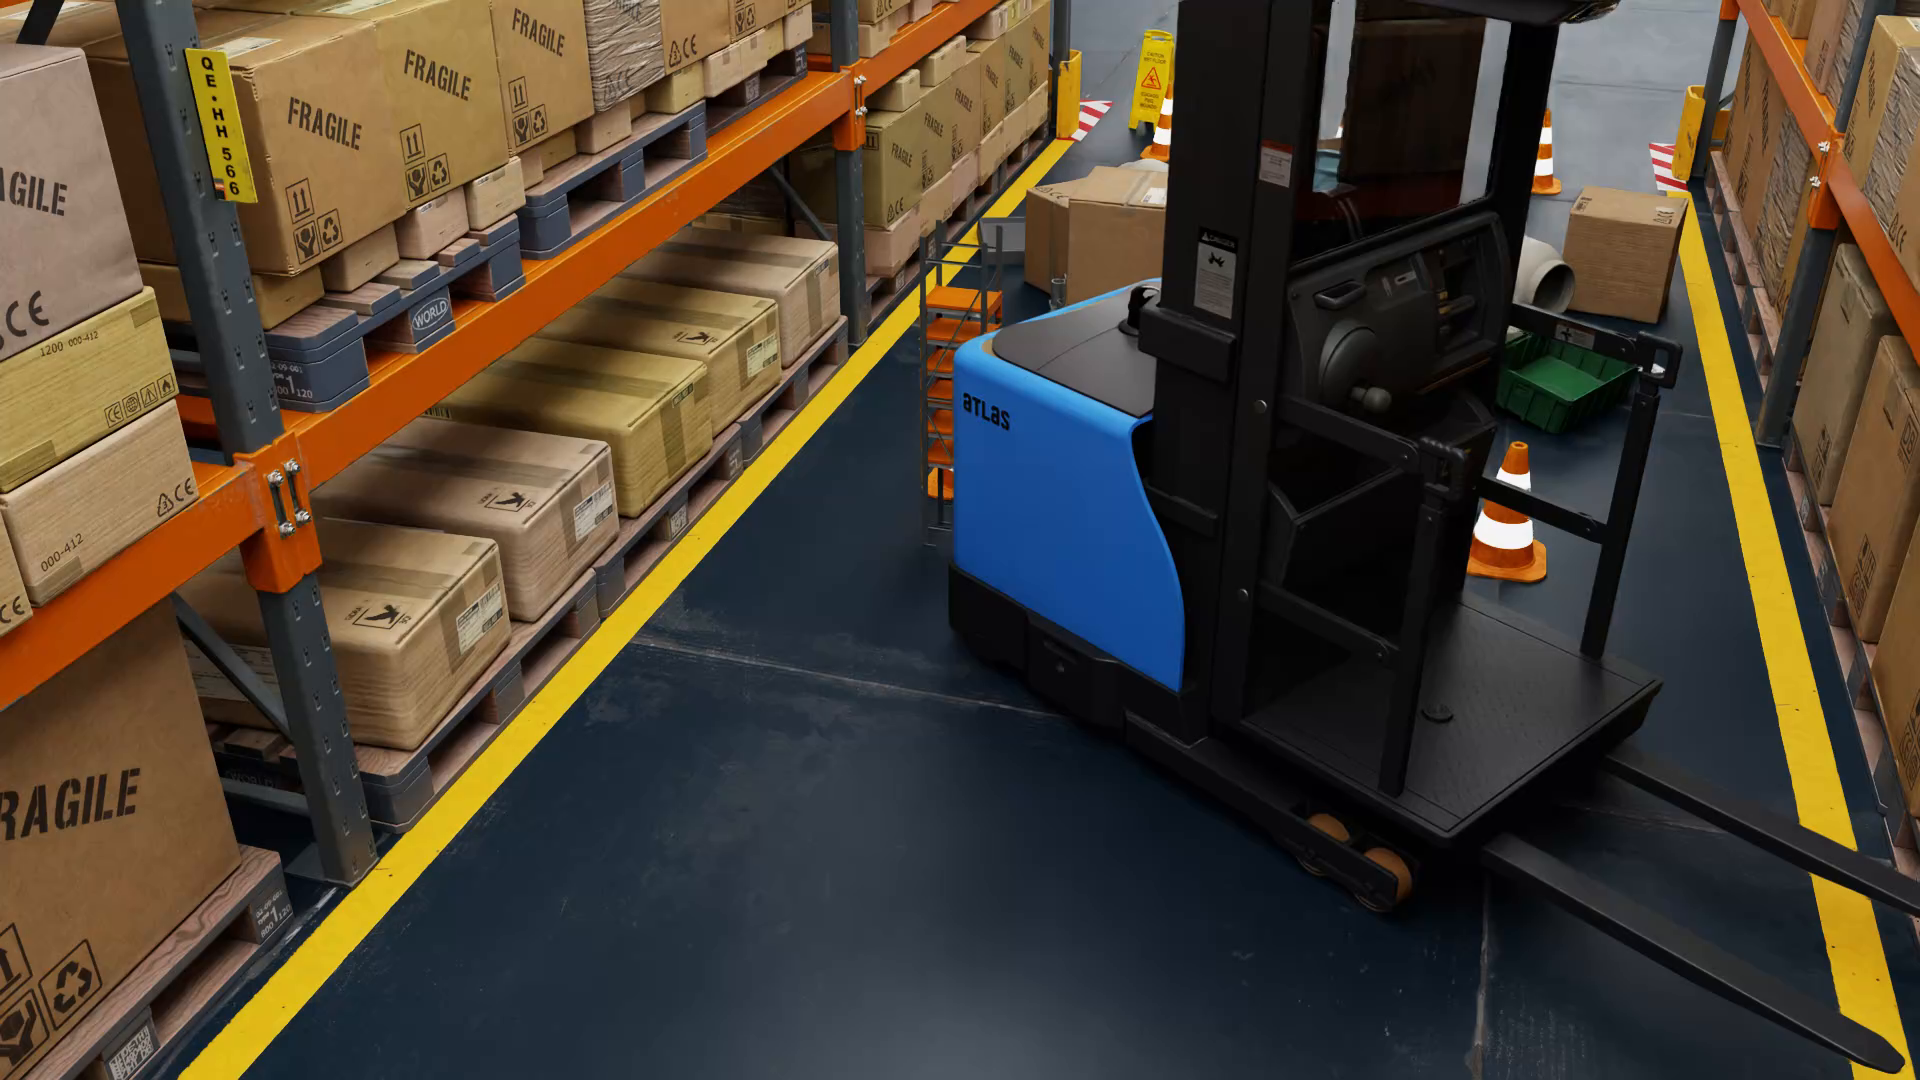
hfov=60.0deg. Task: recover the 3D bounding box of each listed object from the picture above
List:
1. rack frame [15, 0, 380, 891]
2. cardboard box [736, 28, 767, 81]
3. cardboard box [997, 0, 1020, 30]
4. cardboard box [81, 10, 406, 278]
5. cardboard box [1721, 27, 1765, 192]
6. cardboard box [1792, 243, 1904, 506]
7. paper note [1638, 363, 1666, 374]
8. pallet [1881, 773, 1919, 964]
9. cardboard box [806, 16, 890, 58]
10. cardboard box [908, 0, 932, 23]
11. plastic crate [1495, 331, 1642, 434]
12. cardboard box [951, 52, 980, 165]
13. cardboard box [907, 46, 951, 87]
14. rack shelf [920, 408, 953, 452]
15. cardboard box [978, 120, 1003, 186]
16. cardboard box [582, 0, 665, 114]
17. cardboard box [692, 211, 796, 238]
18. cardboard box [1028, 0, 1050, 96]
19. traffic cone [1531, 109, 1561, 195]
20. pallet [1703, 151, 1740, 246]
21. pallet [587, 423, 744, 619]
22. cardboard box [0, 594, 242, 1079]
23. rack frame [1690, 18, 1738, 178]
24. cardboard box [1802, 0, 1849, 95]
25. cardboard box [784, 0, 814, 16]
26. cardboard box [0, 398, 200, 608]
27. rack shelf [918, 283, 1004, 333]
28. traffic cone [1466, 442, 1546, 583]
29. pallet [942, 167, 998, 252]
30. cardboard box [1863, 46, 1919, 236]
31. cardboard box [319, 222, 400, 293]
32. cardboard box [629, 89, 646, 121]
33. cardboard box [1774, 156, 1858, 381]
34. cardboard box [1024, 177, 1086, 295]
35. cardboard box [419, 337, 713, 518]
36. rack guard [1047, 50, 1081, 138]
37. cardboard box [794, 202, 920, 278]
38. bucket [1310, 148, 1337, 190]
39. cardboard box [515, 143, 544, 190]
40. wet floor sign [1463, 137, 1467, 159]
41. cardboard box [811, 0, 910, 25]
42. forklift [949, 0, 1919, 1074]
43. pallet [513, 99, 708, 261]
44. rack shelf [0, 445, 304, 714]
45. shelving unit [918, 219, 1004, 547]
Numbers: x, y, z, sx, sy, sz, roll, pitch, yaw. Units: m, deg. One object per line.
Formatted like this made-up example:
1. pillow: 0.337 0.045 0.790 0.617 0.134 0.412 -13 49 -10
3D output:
1. rack frame: -2.113 -0.455 3.983 1.000 3.000 0.127 8 30 15
2. cardboard box: -0.961 -1.864 6.342 0.380 0.149 0.250 8 30 14
3. cardboard box: 0.129 -3.060 9.623 0.380 0.149 0.250 9 30 16
4. cardboard box: -1.759 -0.989 4.101 0.500 0.500 0.500 8 30 13
5. cardboard box: 4.861 -2.444 9.312 0.875 0.875 0.875 9 30 15
6. cardboard box: 3.727 -0.554 6.042 1.050 0.750 0.750 8 30 15
7. paper note: 3.155 -0.799 7.655 0.147 0.020 0.142 -12 31 -20
8. pallet: 2.953 1.067 4.115 1.003 0.211 1.213 8 30 15
9. cardboard box: -0.539 -2.305 7.566 0.380 0.149 0.250 8 30 15
10. cardboard box: -0.360 -2.668 8.218 0.380 0.149 0.250 9 30 16
11. plastic crate: 2.622 -0.719 7.290 0.662 0.188 0.450 -24 47 -37
12. cardboard box: -0.207 -2.351 9.015 0.500 0.500 0.500 10 31 17
13. cardboard box: -0.264 -2.432 8.493 0.380 0.149 0.250 10 31 17
14. rack shelf: 0.004 -0.387 6.050 0.258 0.103 0.180 8 30 15
15. cardboard box: -0.052 -2.257 9.619 0.500 0.250 0.500 7 30 13
16. cardboard box: -1.309 -1.711 5.399 0.500 0.500 0.500 7 30 13
17. cardboard box: -1.022 -1.609 8.454 0.500 0.250 0.500 10 31 17
18. cardboard box: 0.250 -3.073 10.314 0.500 0.500 0.500 9 30 15
19. traffic cone: 3.484 -2.361 10.018 0.336 0.463 0.334 8 30 15
20. pallet: 4.837 -1.912 9.471 1.003 0.211 1.213 8 30 15
21. pallet: -1.522 -0.165 6.329 1.003 0.211 1.213 8 30 15
22. cardboard box: -2.395 0.599 3.842 0.875 0.875 0.875 8 30 14
23. rack frame: 4.997 -3.514 9.481 1.000 3.000 0.127 8 30 15
24. cardboard box: 4.060 -2.152 6.879 0.875 0.550 0.550 8 30 15
25. cardboard box: -0.855 -2.424 6.681 0.500 0.500 0.500 8 30 14
26. cardboard box: -2.013 -0.118 3.530 0.500 0.250 0.500 7 30 13
27. rack shelf: 0.004 -0.807 5.817 0.258 0.103 0.180 8 30 15
28. traffic cone: 1.986 -0.138 6.023 0.336 0.463 0.334 8 30 15
29. pallet: -0.419 -1.982 9.595 1.003 0.211 1.213 8 30 15
30. cardboard box: 3.264 -1.258 5.323 0.500 0.500 0.500 9 30 15
31. cardboard box: -1.724 -0.780 4.393 0.380 0.149 0.250 7 30 12
32. cardboard box: -1.314 -1.530 5.741 0.380 0.149 0.250 7 30 13
33. cardboard box: 4.075 -1.192 7.061 0.875 0.875 0.875 9 30 16
34. cardboard box: 0.677 -1.527 8.478 0.500 0.500 0.500 -17 34 -28
35. cardboard box: -1.500 -0.447 6.240 0.950 0.372 0.625 10 30 17
36. rack guard: 0.213 -3.045 11.210 1.175 0.500 0.348 8 30 15
37. cardboard box: -0.507 -1.532 8.314 0.500 0.250 0.500 7 30 13
38. bucket: 1.659 -1.281 7.271 0.726 0.611 0.620 20 45 32
39. cardboard box: -1.503 -1.149 5.056 0.380 0.149 0.250 10 31 18
40. wet floor sign: 3.113 -2.781 10.585 0.267 0.644 0.232 3 29 6
41. cardboard box: -0.543 -2.653 7.524 0.500 0.500 0.500 8 30 15
42. forklift: 1.314 -0.566 4.252 1.130 2.935 3.031 -23 37 -35
43. pallet: -1.571 -1.297 5.694 1.003 0.211 1.213 8 30 15
44. rack shelf: -2.700 0.788 2.487 1.077 0.370 4.000 8 30 15
45. shelving unit: 0.004 -0.531 5.970 0.258 1.200 0.189 8 30 15
